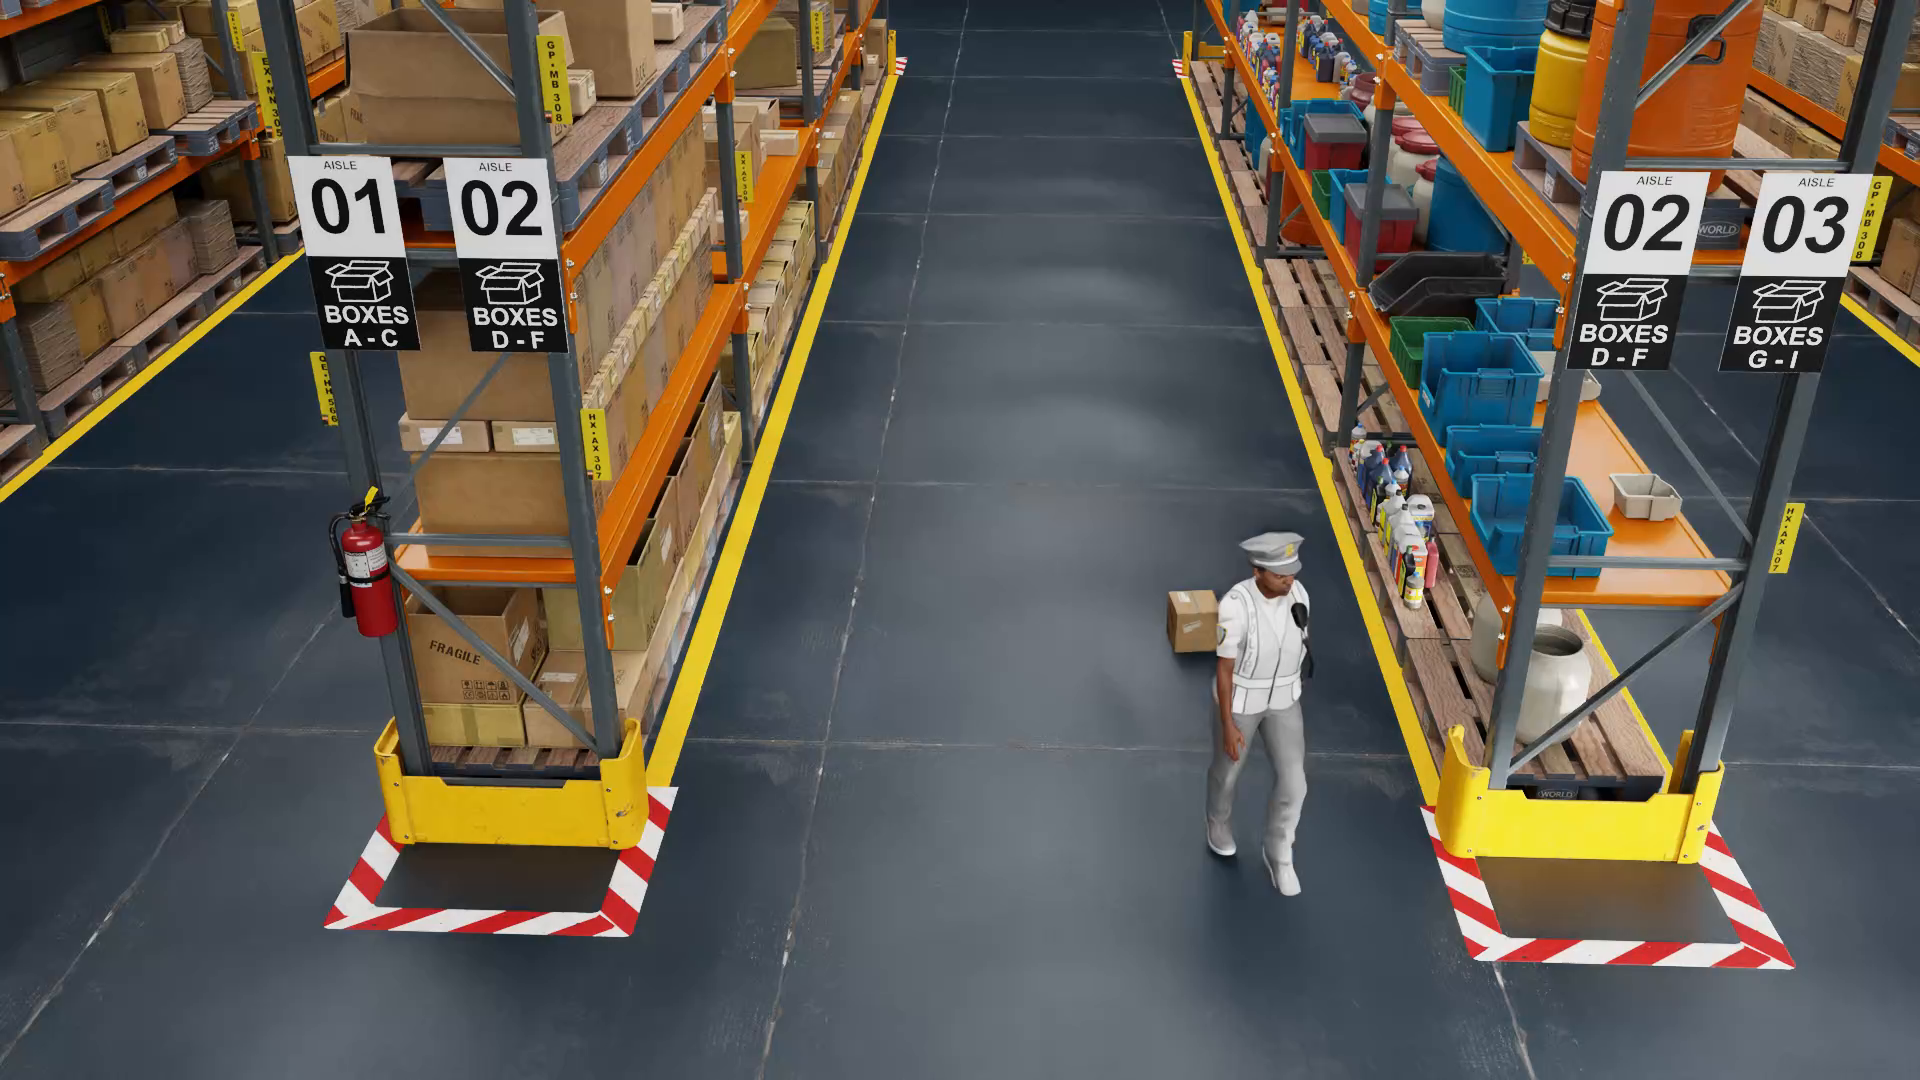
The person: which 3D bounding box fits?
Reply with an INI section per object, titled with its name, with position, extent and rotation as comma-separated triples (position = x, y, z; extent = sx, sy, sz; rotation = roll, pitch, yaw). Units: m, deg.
[person]
position = 1.301, 0.752, 7.240
extent = 0.463, 1.752, 0.596
rotation = -7, 29, -13
